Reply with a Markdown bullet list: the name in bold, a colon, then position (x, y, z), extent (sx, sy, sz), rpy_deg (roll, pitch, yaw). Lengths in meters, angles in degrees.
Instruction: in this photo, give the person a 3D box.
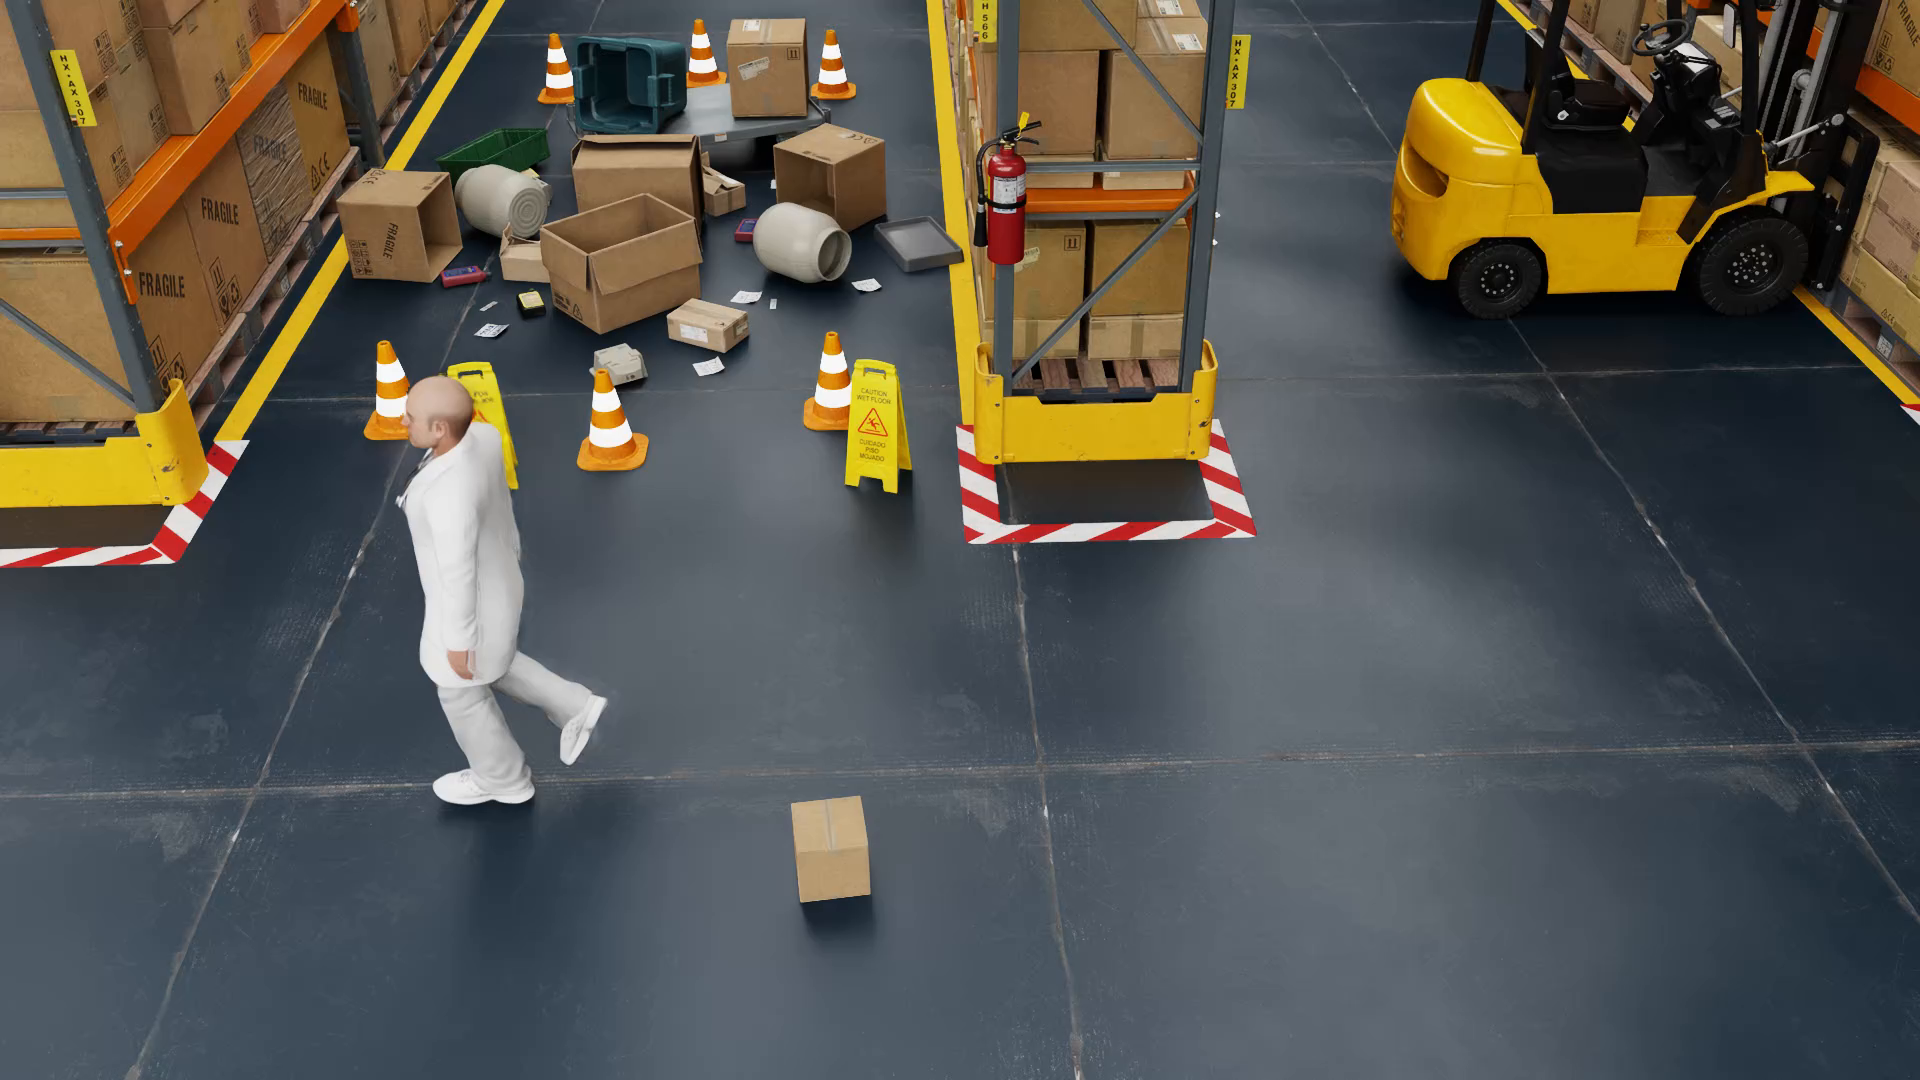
- **person**: position (-1.647, 0.204, 5.817), extent (0.660, 1.766, 0.599), rpy_deg (1, 35, 1)
